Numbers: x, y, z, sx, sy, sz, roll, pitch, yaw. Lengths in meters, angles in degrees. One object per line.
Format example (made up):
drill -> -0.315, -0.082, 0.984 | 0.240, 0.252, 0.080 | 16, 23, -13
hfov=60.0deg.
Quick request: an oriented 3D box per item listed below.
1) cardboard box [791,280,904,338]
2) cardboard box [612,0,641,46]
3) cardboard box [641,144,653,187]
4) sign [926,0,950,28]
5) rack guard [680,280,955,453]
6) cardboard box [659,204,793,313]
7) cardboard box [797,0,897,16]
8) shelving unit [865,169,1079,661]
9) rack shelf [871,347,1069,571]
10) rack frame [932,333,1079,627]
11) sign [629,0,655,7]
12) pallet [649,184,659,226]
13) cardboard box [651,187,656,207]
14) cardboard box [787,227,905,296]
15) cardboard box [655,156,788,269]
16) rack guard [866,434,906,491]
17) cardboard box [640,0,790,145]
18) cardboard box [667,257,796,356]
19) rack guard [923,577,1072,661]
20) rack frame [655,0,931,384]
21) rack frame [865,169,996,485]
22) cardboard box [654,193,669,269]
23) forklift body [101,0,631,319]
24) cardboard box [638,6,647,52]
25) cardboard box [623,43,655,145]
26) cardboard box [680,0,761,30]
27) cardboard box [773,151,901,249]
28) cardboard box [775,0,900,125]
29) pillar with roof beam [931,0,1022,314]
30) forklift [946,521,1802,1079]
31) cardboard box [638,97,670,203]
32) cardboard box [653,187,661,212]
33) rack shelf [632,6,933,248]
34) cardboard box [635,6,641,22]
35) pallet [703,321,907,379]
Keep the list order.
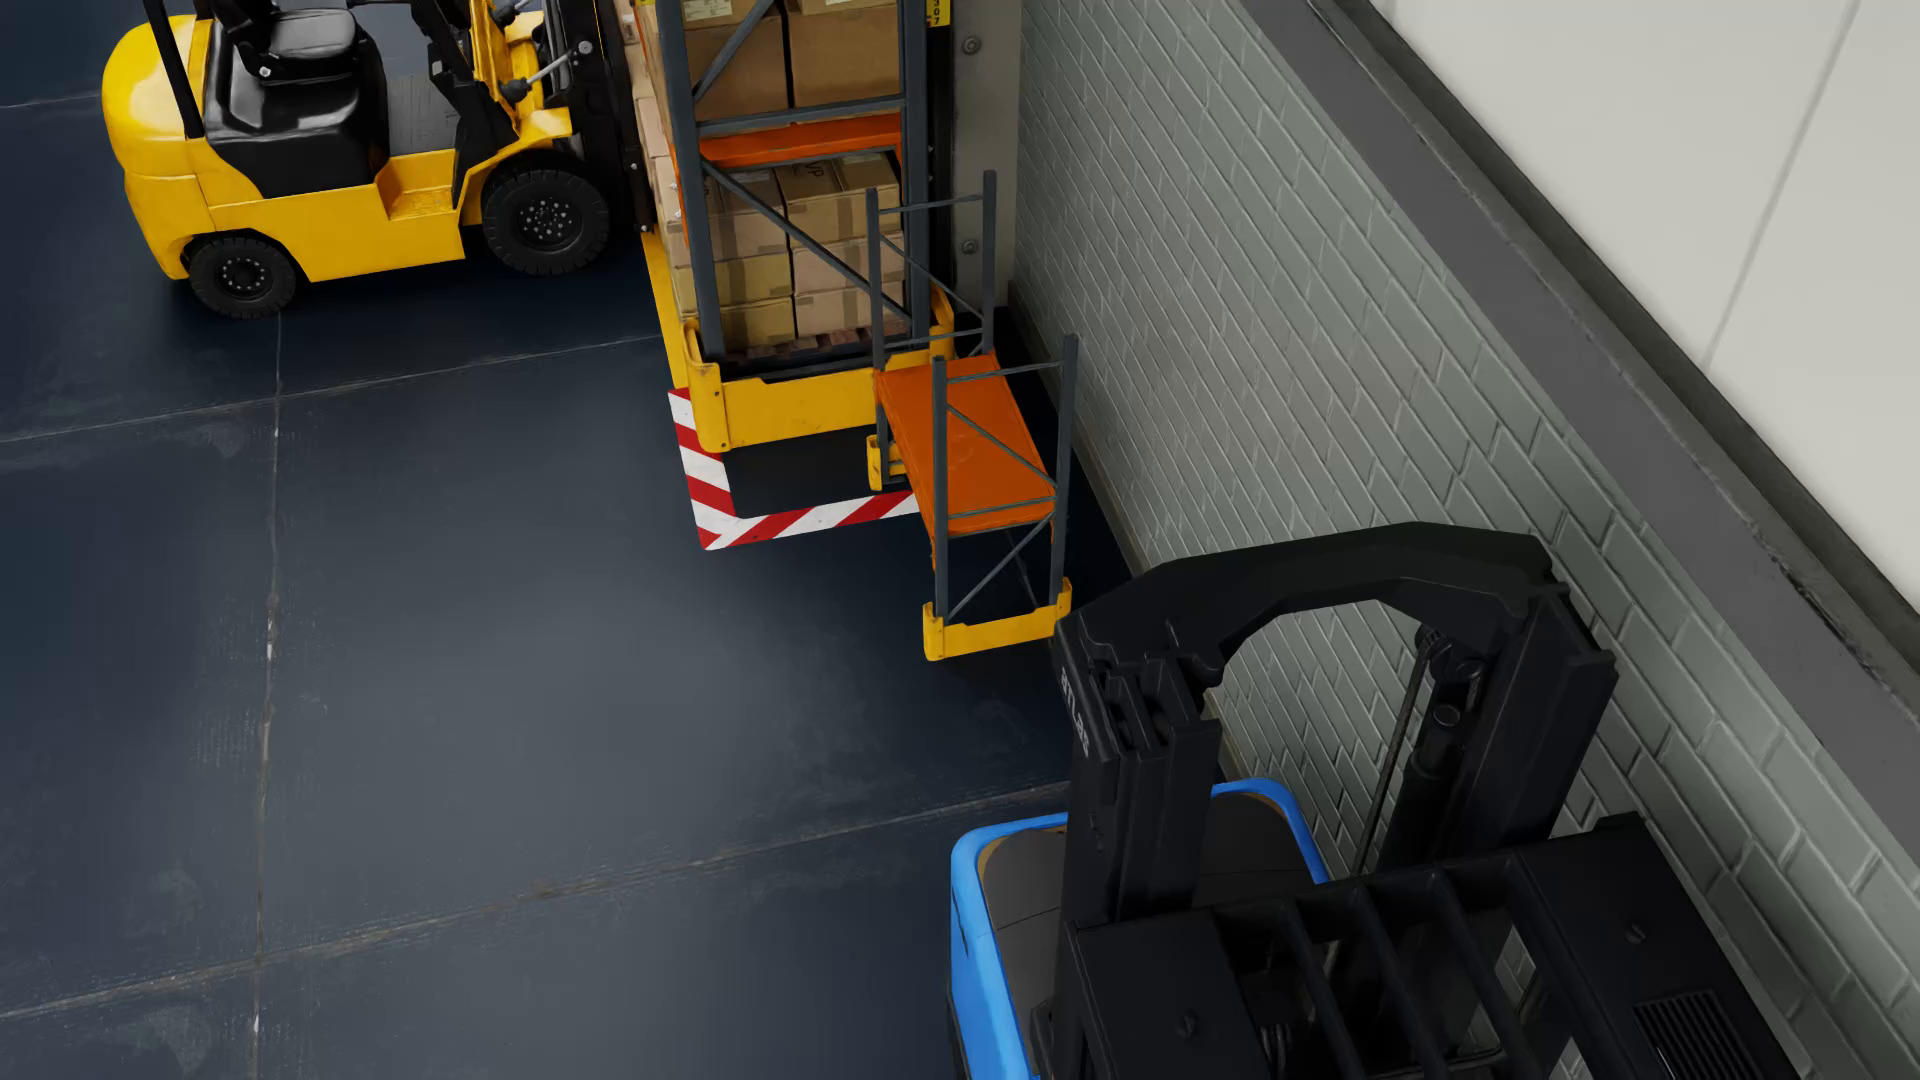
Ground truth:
cardboard box -> -0.562, -1.226, 7.733 | 0.500, 0.250, 0.500 | -11, 47, -10
cardboard box -> -1.442, -2.512, 8.293 | 0.500, 0.250, 0.500 | -12, 47, -11
cardboard box -> -1.323, -2.006, 8.148 | 0.500, 0.250, 0.500 | -12, 47, -11
sign -> -0.087, -2.095, 6.292 | 0.100, 0.325, 0.005 | -11, 47, -10
rack guard -> -0.619, -0.775, 7.411 | 1.175, 0.500, 0.348 | -11, 47, -10
cardboard box -> -1.052, -1.305, 7.461 | 0.500, 0.250, 0.500 | -11, 47, -11
cardboard box -> -0.461, -2.210, 6.543 | 0.380, 0.149, 0.250 | -12, 47, -11
shelving unit -> 0.020, -0.472, 6.413 | 0.587, 1.500, 1.083 | -11, 47, -10
rack shelf -> 0.022, -0.340, 6.536 | 0.538, 0.185, 1.000 | -11, 47, -10
rack frame -> 0.152, -0.115, 6.063 | 0.500, 1.500, 0.032 | -11, 47, -10
sign -> -1.153, -2.065, 5.948 | 0.100, 0.325, 0.005 | -11, 47, -10
pallet -> -1.170, -2.052, 8.864 | 1.003, 0.211, 1.213 | -11, 47, -10
cardboard box -> -1.289, -1.810, 8.306 | 0.500, 0.250, 0.500 | -10, 46, -10
cardboard box -> -0.545, -1.389, 7.543 | 0.500, 0.250, 0.500 | -10, 46, -10
cardboard box -> -1.045, -1.462, 7.265 | 0.500, 0.250, 0.500 | -9, 46, -9
rack guard -> -0.108, -0.379, 7.197 | 0.587, 0.250, 0.087 | -11, 47, -10
cardboard box -> -1.005, -1.994, 6.784 | 0.500, 0.500, 0.500 | -12, 47, -11
cardboard box -> -1.051, -1.118, 7.627 | 0.500, 0.250, 0.500 | -10, 46, -10
rack guard -> 0.147, 0.309, 6.523 | 0.587, 0.250, 0.087 | -11, 47, -10
rack frame -> -0.625, -1.667, 6.534 | 1.000, 3.000, 0.127 | -11, 47, -10
rack frame -> -0.108, -0.817, 6.751 | 0.500, 1.500, 0.032 | -11, 47, -10
cardboard box -> -1.169, -1.463, 7.966 | 0.500, 0.250, 0.500 | -11, 47, -10
forklift body -> -2.874, -2.345, 7.793 | 2.313, 2.155, 1.214 | -11, 47, -10
cardboard box -> -1.129, -2.353, 7.137 | 0.500, 0.500, 0.500 | -9, 46, -9
cardboard box -> -1.320, -2.160, 7.949 | 0.500, 0.250, 0.500 | -10, 46, -10
cardboard box -> -0.985, -2.117, 6.451 | 0.380, 0.149, 0.250 | -10, 46, -10
cardboard box -> -0.565, -1.568, 7.368 | 0.500, 0.250, 0.500 | -11, 47, -11
cardboard box -> -0.484, -2.095, 6.883 | 0.500, 0.500, 0.500 | -9, 46, -9
pillar with roof beam -> -4.094, -3.625, 4.253 | 9.100, 9.000, 0.400 | -11, 47, -10
forklift -> 0.773, 1.508, 3.471 | 1.130, 2.935, 3.031 | -9, 46, -9
cardboard box -> -1.181, -1.814, 7.609 | 0.500, 0.250, 0.500 | -10, 46, -10
cardboard box -> -1.170, -1.654, 7.802 | 0.500, 0.250, 0.500 | -11, 47, -11
rack shelf -> -1.137, -2.796, 8.144 | 1.077, 0.370, 4.000 | -11, 47, -10
cardboard box -> -1.261, -2.707, 7.484 | 0.500, 0.500, 0.500 | -12, 47, -11
pallet -> -0.862, -1.211, 8.040 | 1.003, 0.211, 1.213 | -11, 47, -10
